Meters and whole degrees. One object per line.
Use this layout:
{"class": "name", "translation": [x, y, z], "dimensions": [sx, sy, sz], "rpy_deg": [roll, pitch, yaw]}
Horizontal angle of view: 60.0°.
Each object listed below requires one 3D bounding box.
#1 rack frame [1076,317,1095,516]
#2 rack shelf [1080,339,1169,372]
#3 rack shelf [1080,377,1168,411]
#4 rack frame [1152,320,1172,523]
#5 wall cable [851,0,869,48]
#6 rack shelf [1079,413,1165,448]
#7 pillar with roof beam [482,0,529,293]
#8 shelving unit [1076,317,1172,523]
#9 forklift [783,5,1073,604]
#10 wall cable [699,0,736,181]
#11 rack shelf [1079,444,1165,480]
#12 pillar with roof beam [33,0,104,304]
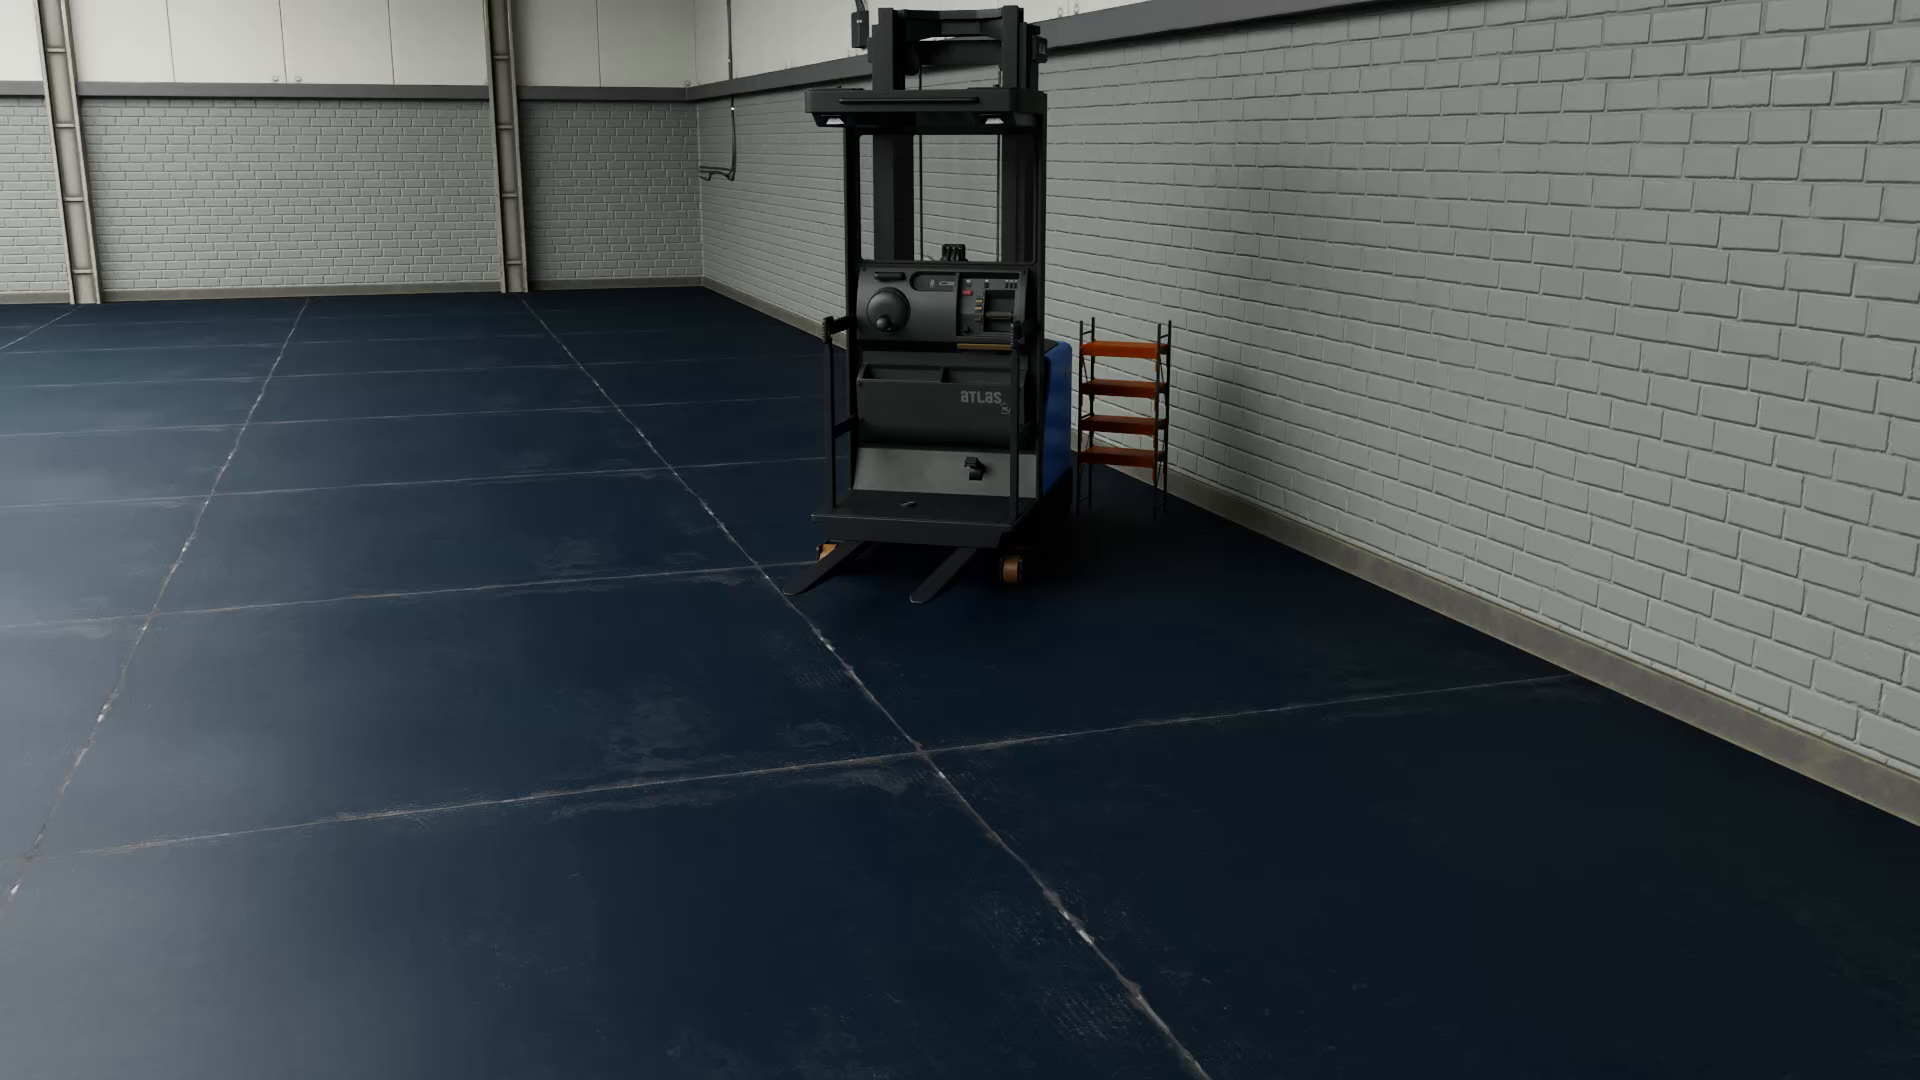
{"class": "rack frame", "translation": [0.775, -0.761, 10.249], "dimensions": [0.015, 1.200, 0.240], "rpy_deg": [6, 15, 23]}
{"class": "rack shelf", "translation": [0.998, -1.121, 10.063], "dimensions": [0.480, 0.148, 0.258], "rpy_deg": [6, 15, 23]}
{"class": "rack shelf", "translation": [0.998, -0.891, 10.118], "dimensions": [0.480, 0.148, 0.258], "rpy_deg": [6, 15, 23]}
{"class": "rack frame", "translation": [1.222, -0.716, 10.059], "dimensions": [0.015, 1.200, 0.240], "rpy_deg": [6, 15, 23]}
{"class": "wall cable", "translation": [-0.719, -7.752, 15.436], "dimensions": [0.169, 6.003, 2.305], "rpy_deg": [-4, 14, -18]}
{"class": "rack shelf", "translation": [0.998, -0.673, 10.170], "dimensions": [0.480, 0.148, 0.258], "rpy_deg": [6, 15, 23]}
{"class": "pillar with roof beam", "translation": [-5.573, -7.309, 20.923], "dimensions": [0.400, 9.000, 9.100], "rpy_deg": [-4, 14, -18]}
{"class": "shelving unit", "translation": [0.998, -0.738, 10.154], "dimensions": [0.503, 1.200, 0.258], "rpy_deg": [6, 15, 23]}
{"class": "forklift", "translation": [-0.142, -1.286, 8.714], "dimensions": [1.130, 2.935, 3.031], "rpy_deg": [3, 14, 13]}
{"class": "wall cable", "translation": [-3.732, -6.670, 24.947], "dimensions": [0.112, 2.526, 3.097], "rpy_deg": [-4, 14, -18]}
{"class": "rack shelf", "translation": [0.998, -0.480, 10.216], "dimensions": [0.480, 0.148, 0.258], "rpy_deg": [6, 15, 23]}
{"class": "pillar with roof beam", "translation": [-11.259, -6.866, 19.062], "dimensions": [0.400, 9.000, 9.100], "rpy_deg": [-4, 14, -18]}
